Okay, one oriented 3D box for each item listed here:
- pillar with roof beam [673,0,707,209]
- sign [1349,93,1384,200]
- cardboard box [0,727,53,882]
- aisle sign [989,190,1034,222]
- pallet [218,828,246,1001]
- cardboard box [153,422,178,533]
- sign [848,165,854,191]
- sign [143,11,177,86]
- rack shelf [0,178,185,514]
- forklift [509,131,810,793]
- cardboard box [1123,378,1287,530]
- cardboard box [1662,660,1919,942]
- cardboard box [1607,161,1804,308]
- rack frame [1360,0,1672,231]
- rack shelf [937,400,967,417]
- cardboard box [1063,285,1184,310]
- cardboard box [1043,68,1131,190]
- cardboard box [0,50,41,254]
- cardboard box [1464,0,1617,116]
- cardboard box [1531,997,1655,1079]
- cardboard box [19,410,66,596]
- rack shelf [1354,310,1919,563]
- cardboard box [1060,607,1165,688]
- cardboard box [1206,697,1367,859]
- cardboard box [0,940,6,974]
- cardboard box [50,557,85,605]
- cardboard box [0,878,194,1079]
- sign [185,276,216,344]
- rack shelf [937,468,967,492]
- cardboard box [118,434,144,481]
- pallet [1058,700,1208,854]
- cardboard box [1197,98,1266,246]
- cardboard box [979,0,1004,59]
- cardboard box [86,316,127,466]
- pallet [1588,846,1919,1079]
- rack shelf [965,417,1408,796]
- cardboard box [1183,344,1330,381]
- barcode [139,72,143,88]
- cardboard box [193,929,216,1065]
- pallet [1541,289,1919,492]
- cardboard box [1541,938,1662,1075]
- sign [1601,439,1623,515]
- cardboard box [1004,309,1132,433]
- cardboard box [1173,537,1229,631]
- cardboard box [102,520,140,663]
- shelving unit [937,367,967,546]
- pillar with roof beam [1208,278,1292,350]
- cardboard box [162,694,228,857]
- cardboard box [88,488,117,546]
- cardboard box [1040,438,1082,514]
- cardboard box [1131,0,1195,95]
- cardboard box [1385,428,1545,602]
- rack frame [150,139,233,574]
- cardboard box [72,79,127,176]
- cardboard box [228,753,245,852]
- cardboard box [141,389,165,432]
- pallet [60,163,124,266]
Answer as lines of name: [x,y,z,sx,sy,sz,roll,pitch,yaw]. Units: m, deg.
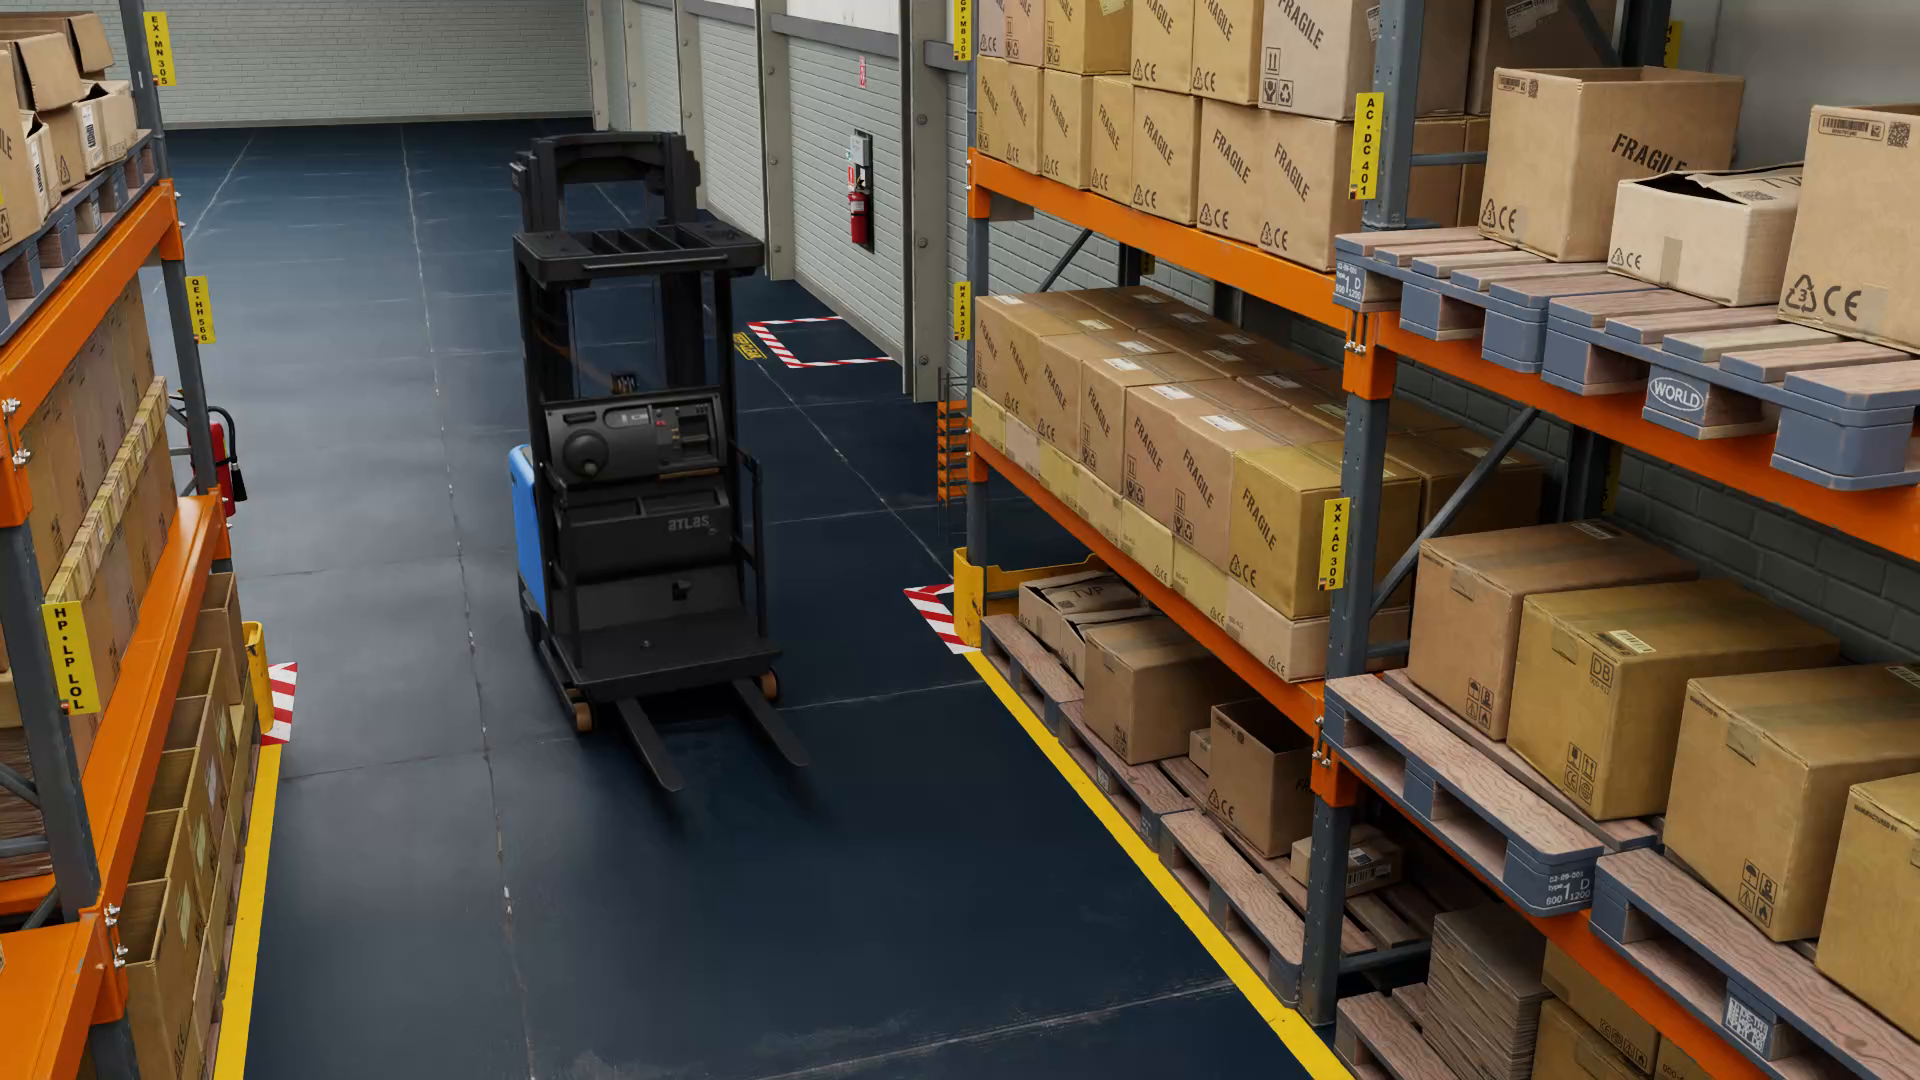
pillar with roof beam: [-8.172,-8.931,22.968,9.100,9.000,0.400,-6,21,-17]
sign: [1.275,-1.232,5.208,0.100,0.325,0.005,-6,21,-17]
cardboard box: [-3.059,0.701,4.879,0.700,0.500,0.500,-7,21,-19]
aisle sign: [0.223,-2.136,9.080,0.394,0.787,0.004,-6,21,-17]
pallet: [-3.511,1.550,6.787,1.003,0.211,1.213,-6,21,-17]
cardboard box: [-4.036,-0.290,7.637,0.700,0.500,0.500,-6,21,-17]
sign: [-1.130,-3.716,17.272,0.001,0.329,0.234,-6,21,-17]
sign: [-3.651,-2.238,7.580,0.100,0.325,0.005,-6,21,-17]
rack shelf: [-3.542,-0.825,5.903,1.077,0.370,4.000,-6,21,-17]
forklift: [-1.616,-0.538,8.578,1.130,2.935,3.031,-8,21,-22]
cardboard box: [1.036,-0.370,7.093,0.500,0.500,0.500,-7,21,-19]
cardboard box: [2.321,0.663,4.333,0.700,0.500,0.500,-4,20,-10]
cardboard box: [2.078,-0.823,4.345,0.500,0.311,0.500,-6,21,-15]
rack frame: [1.788,-2.461,4.956,1.000,3.000,0.127,-6,21,-17]
rack shelf: [-0.005,-0.866,11.120,0.258,0.103,0.180,-6,21,-17]
cardboard box: [0.881,-1.084,9.081,0.500,0.500,0.500,-7,21,-18]
cardboard box: [0.701,-1.913,7.691,0.500,0.500,0.500,-5,20,-15]
cardboard box: [-2.821,-1.022,4.411,0.500,0.500,0.500,-5,20,-13]
cardboard box: [1.905,-1.764,5.796,0.500,0.500,0.500,-6,21,-16]
cardboard box: [2.245,1.727,5.219,0.700,0.500,0.500,-7,21,-18]
cardboard box: [-3.219,-0.071,5.111,0.700,0.500,0.500,-6,21,-17]
rack shelf: [2.417,-0.069,3.798,1.077,0.370,4.000,-6,21,-17]
cardboard box: [0.842,0.552,8.770,0.500,0.311,0.500,-5,20,-13]
cardboard box: [1.424,1.003,7.234,0.500,0.500,0.500,-8,21,-21]
cardboard box: [-2.717,1.114,4.100,0.500,0.250,0.500,-5,20,-14]
cardboard box: [-3.059,0.184,5.360,0.380,0.149,0.250,-7,21,-18]
cardboard box: [-2.762,1.451,5.275,0.500,0.500,0.500,-6,21,-17]
sign: [-3.651,-1.103,7.987,0.100,0.325,0.005,-6,21,-17]
rack shelf: [-0.005,-0.415,11.282,0.258,0.103,0.180,-6,21,-17]
cardboard box: [-3.546,-0.313,6.742,0.380,0.149,0.250,-6,21,-16]
pallet: [1.156,1.071,8.123,1.003,0.211,1.213,-6,21,-17]
cardboard box: [1.248,-1.405,6.276,0.500,0.500,0.500,-8,21,-22]
cardboard box: [0.422,-2.710,8.431,0.500,0.500,0.500,-8,21,-21]
cardboard box: [-3.690,-0.553,6.452,0.700,0.500,0.500,-6,21,-17]
pallet: [2.384,1.105,4.185,1.003,0.211,1.213,-6,21,-17]
rack shelf: [1.160,0.059,7.878,1.077,0.370,4.000,-6,21,-17]
cardboard box: [1.355,-0.595,7.717,0.500,0.500,0.500,-6,21,-16]
barcode: [-3.618,-2.033,7.343,0.001,0.075,0.075,-6,21,-17]
cardboard box: [-2.924,1.644,5.847,0.500,0.250,0.500,-6,21,-17]
pallet: [2.210,-0.419,3.986,1.213,0.211,1.003,-6,21,-17]
cardboard box: [2.177,1.354,5.146,0.500,0.250,0.500,-7,21,-18]
sign: [2.314,-0.243,5.942,0.100,0.325,0.005,-6,21,-17]
cardboard box: [0.542,-0.868,8.479,0.500,0.500,0.500,-6,21,-17]
cardboard box: [1.203,0.143,6.773,0.500,0.250,0.500,-6,21,-17]
cardboard box: [-3.547,0.207,6.255,0.700,0.500,0.500,-6,21,-16]
shelving unit: [-0.005,-0.569,11.227,0.258,1.200,0.189,-6,21,-17]
pillar with roof beam: [-2.515,-3.154,6.887,9.100,9.000,0.400,-6,21,-17]
cardboard box: [-3.235,0.970,6.615,0.500,0.500,0.500,-6,21,-17]
cardboard box: [-3.304,-0.066,6.055,0.380,0.149,0.250,-7,21,-18]
cardboard box: [0.714,-0.340,8.119,0.500,0.250,0.500,-7,21,-18]
cardboard box: [1.017,-2.049,6.591,0.500,0.500,0.500,-7,21,-19]
cardboard box: [1.839,-0.102,6.347,0.500,0.500,0.500,-7,21,-18]
rack frame: [-4.171,-0.394,8.075,1.000,3.000,0.127,-6,21,-17]
cardboard box: [-3.384,-1.507,6.041,0.500,0.311,0.500,-4,20,-11]
cardboard box: [-3.394,1.163,7.188,0.500,0.250,0.500,-6,21,-17]
cardboard box: [-3.786,-0.560,7.430,0.380,0.149,0.250,-6,21,-16]
pallet: [-3.586,-1.142,5.852,1.003,0.211,1.213,-6,21,-17]
